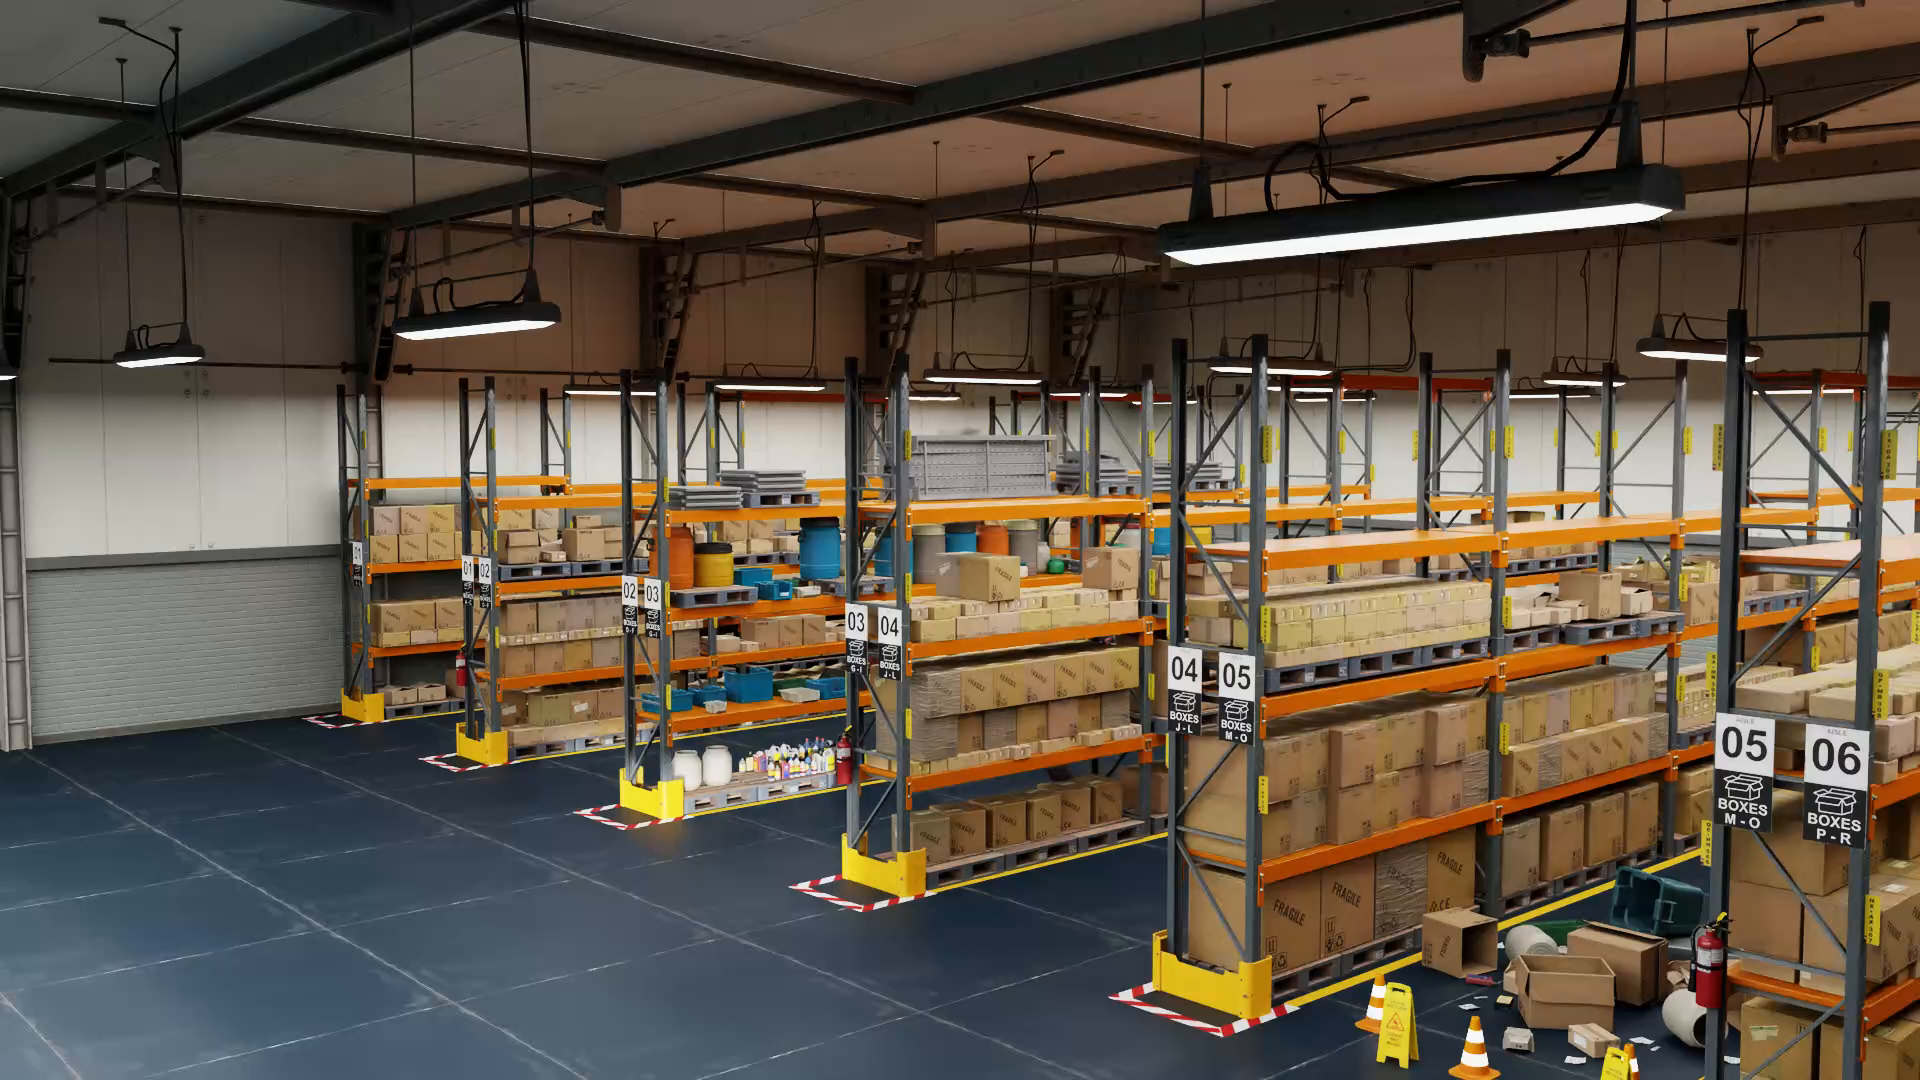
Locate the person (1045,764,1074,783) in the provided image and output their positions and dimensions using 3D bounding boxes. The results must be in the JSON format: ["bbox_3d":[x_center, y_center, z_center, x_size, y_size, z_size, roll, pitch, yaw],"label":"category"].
[{"bbox_3d":[1.370,2.814,22.959,0.777,1.739,0.640,-3,5,-40],"label":"person"}]
